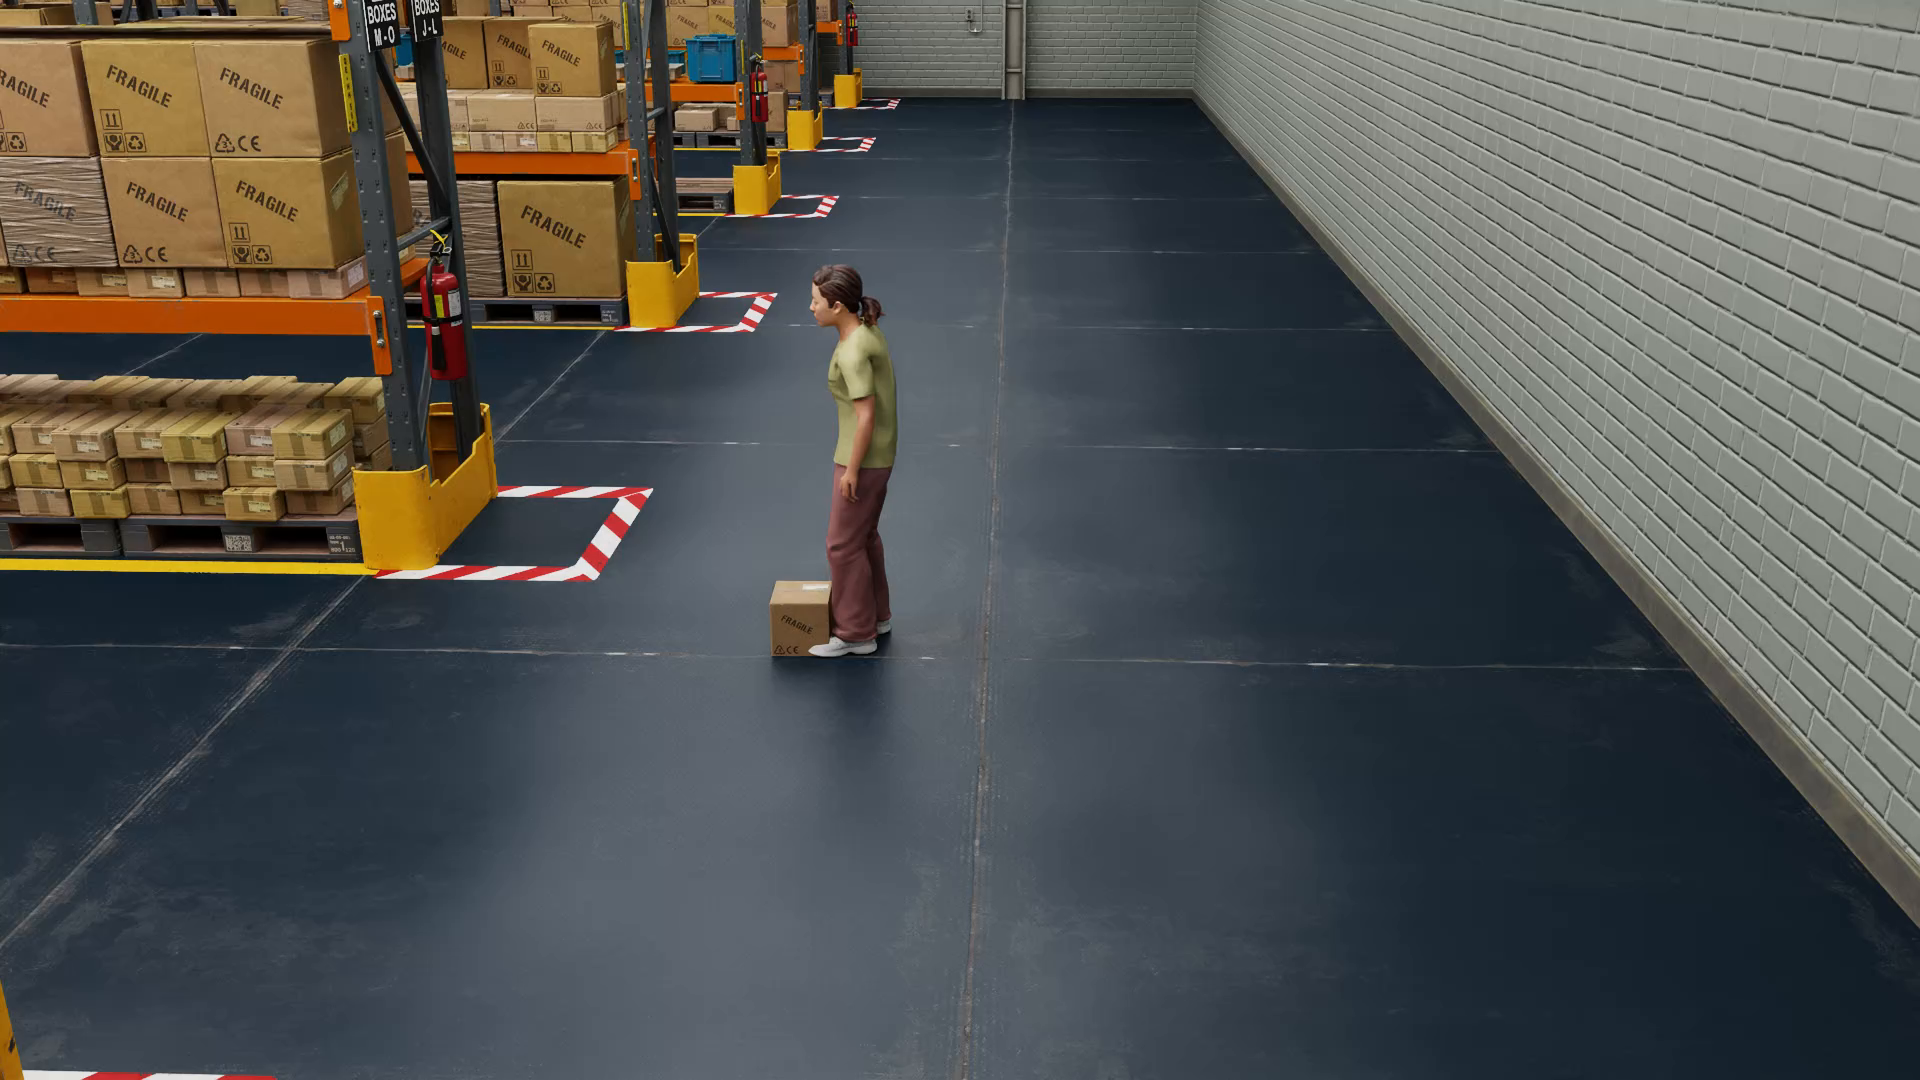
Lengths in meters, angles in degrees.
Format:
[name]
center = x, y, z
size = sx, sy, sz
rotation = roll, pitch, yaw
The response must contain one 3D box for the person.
[person]
center = -0.459, -0.326, 6.937
size = 0.404, 1.673, 0.500
rotation = 1, 21, 1
